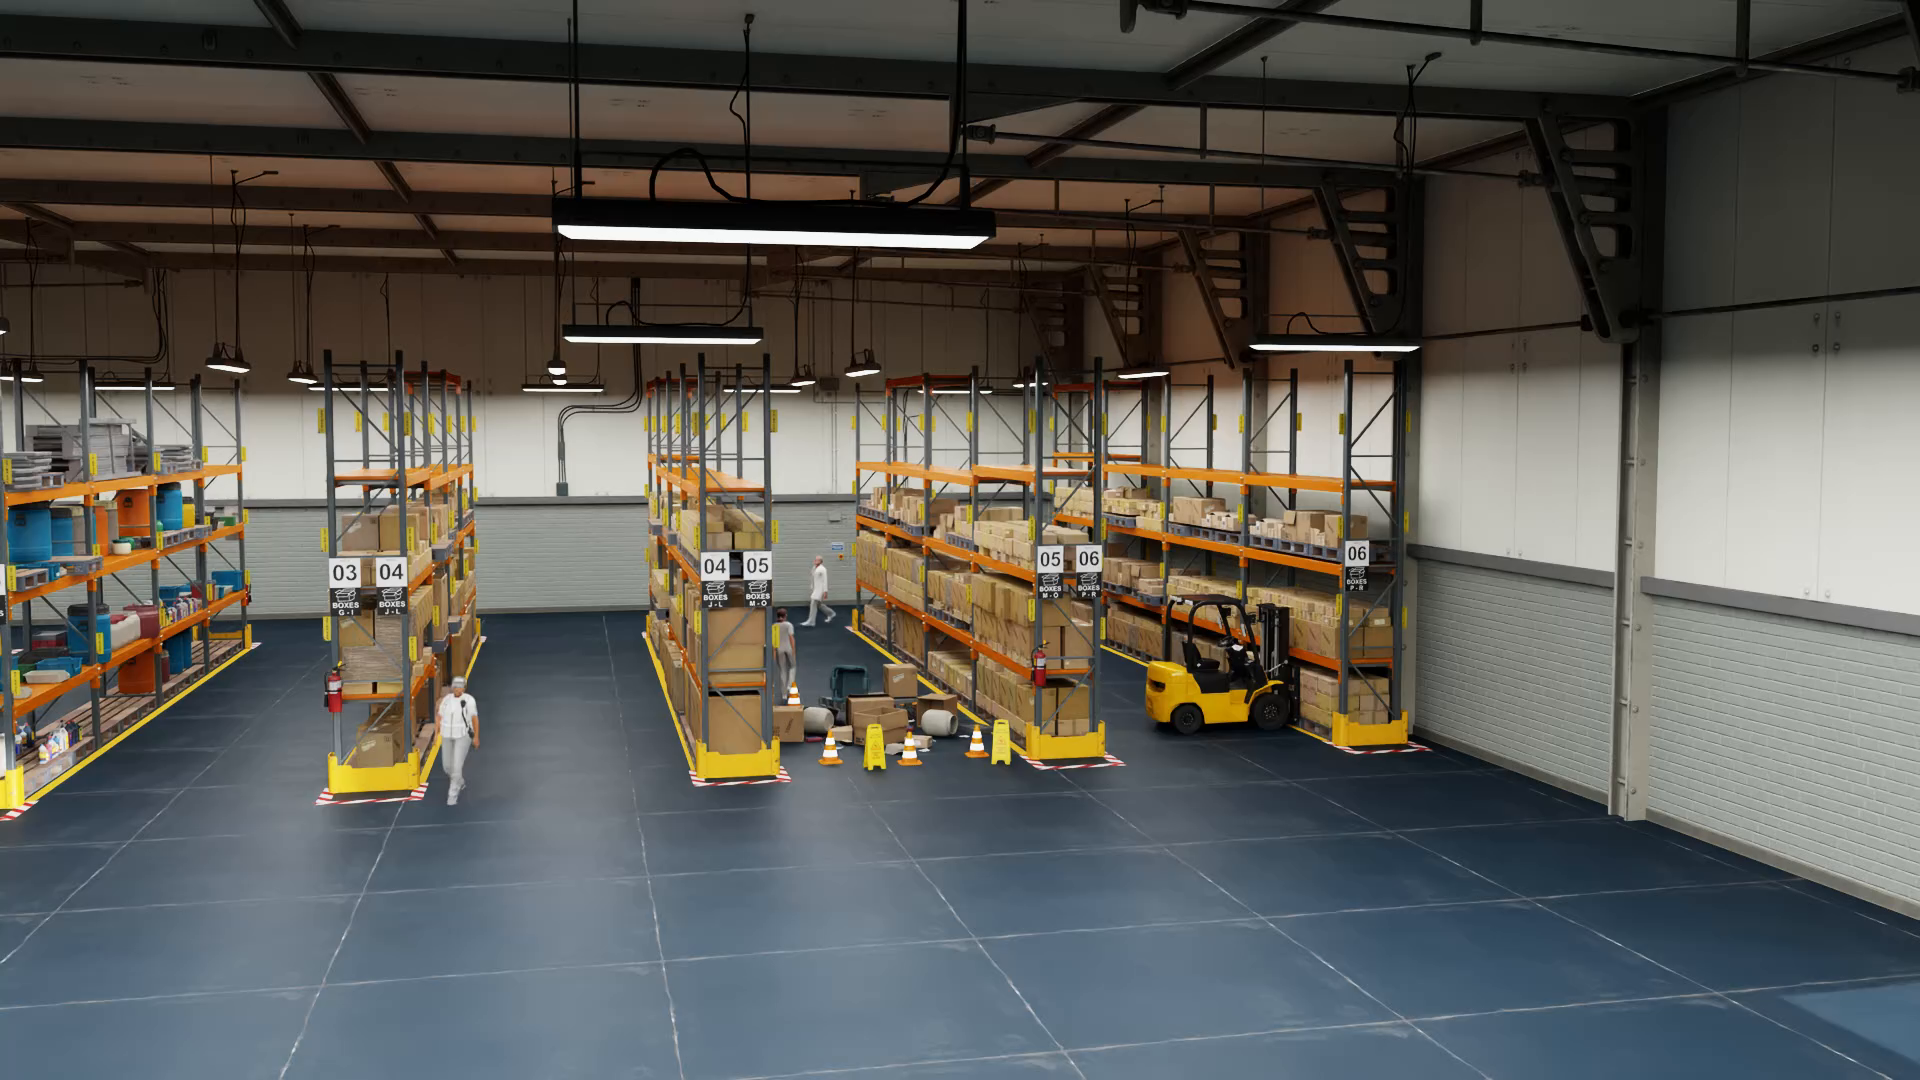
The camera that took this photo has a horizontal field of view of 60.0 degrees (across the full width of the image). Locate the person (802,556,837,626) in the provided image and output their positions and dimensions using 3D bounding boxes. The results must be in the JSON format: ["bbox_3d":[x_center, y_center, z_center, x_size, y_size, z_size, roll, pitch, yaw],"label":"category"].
[{"bbox_3d":[-3.488,1.252,41.358,1.010,1.751,0.632,-3,5,-33],"label":"person"}]

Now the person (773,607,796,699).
[{"bbox_3d":[-3.199,2.052,30.290,0.481,1.656,0.493,0,4,-4],"label":"person"}]

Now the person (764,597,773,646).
[{"bbox_3d":[-4.409,1.618,37.305,0.449,1.634,0.417,-1,4,-11],"label":"person"}]

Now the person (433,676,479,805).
[{"bbox_3d":[-6.730,2.664,22.193,0.543,1.695,0.704,0,4,5],"label":"person"}]
